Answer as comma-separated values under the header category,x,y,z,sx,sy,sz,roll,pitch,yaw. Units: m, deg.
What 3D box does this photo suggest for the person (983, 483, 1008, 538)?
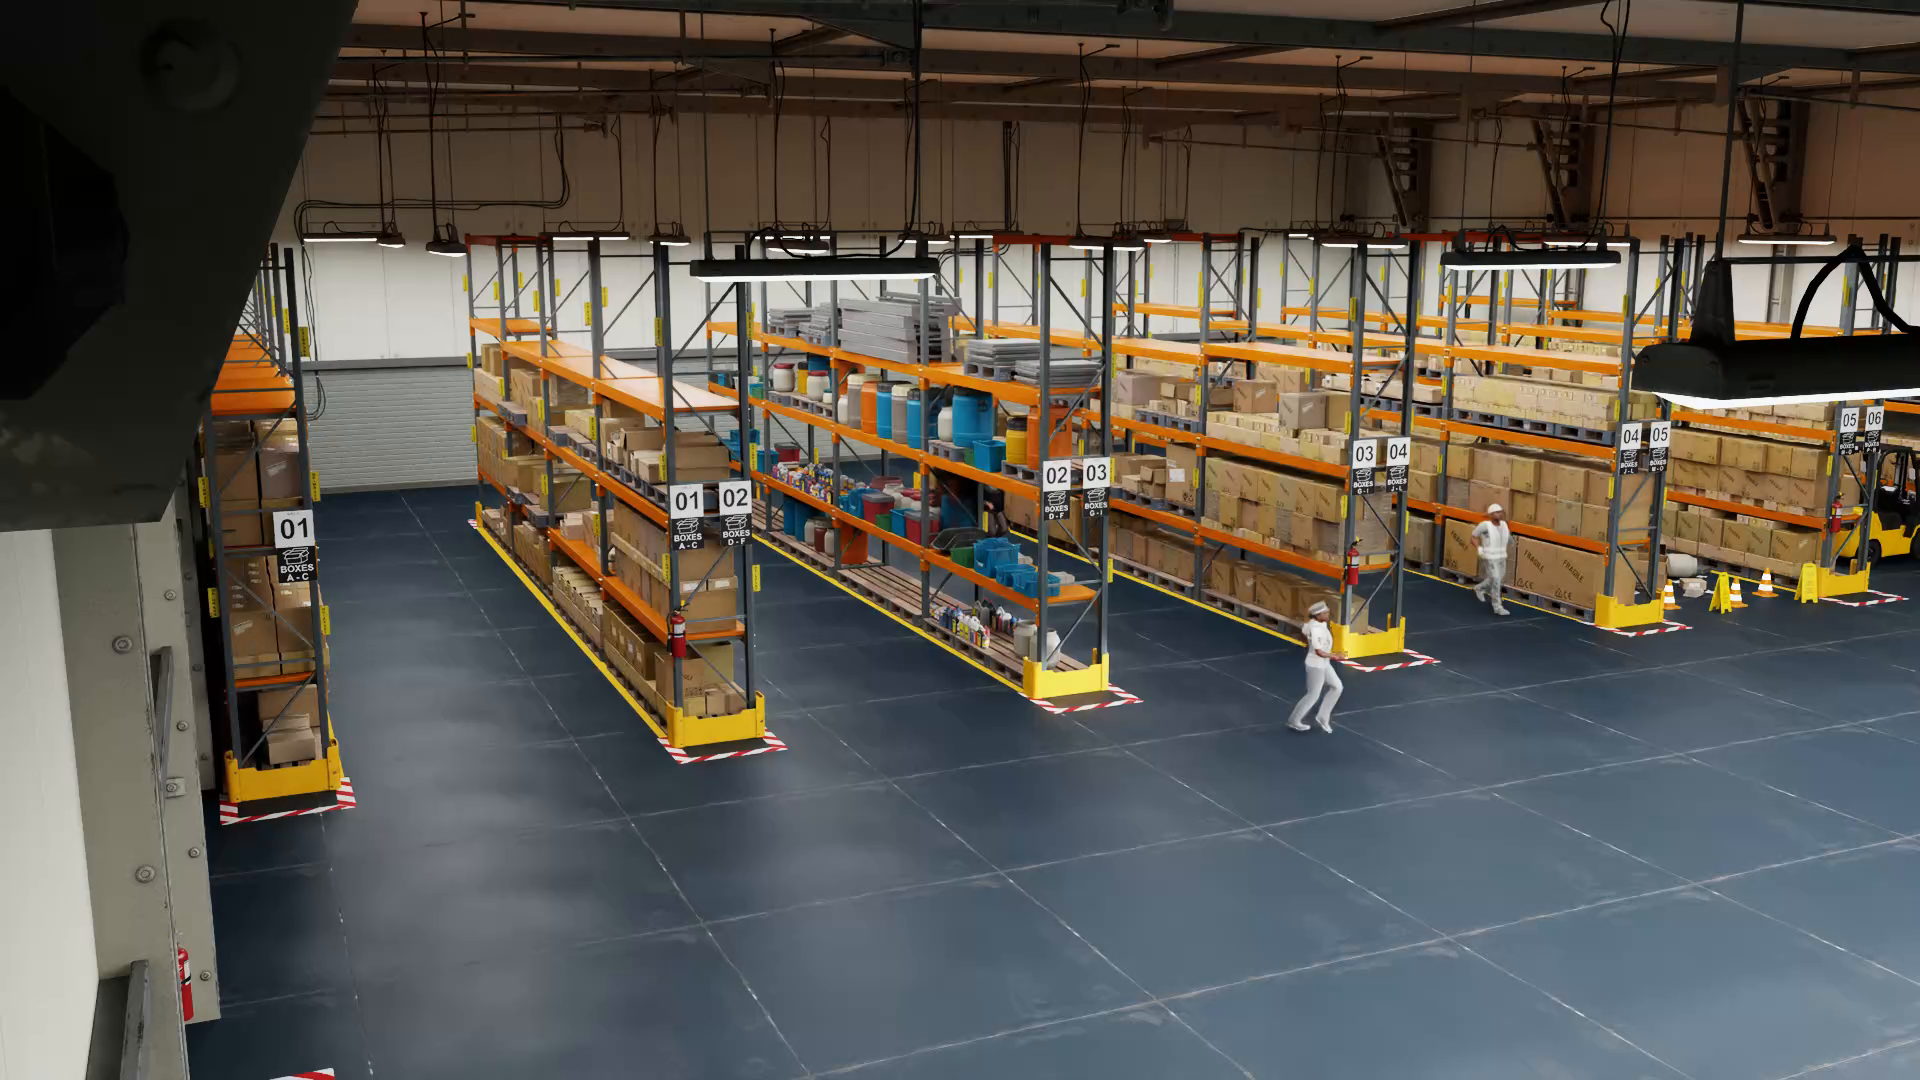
category,x,y,z,sx,sy,sz,roll,pitch,yaw
person,0.656,-0.532,31.414,0.635,1.676,0.564,-5,12,-24

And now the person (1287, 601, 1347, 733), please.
category,x,y,z,sx,sy,sz,roll,pitch,yaw
person,4.437,1.581,20.628,0.695,1.724,0.579,3,11,15

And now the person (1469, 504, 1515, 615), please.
category,x,y,z,sx,sy,sz,roll,pitch,yaw
person,8.645,0.261,26.963,0.696,1.703,0.941,-5,12,-25
